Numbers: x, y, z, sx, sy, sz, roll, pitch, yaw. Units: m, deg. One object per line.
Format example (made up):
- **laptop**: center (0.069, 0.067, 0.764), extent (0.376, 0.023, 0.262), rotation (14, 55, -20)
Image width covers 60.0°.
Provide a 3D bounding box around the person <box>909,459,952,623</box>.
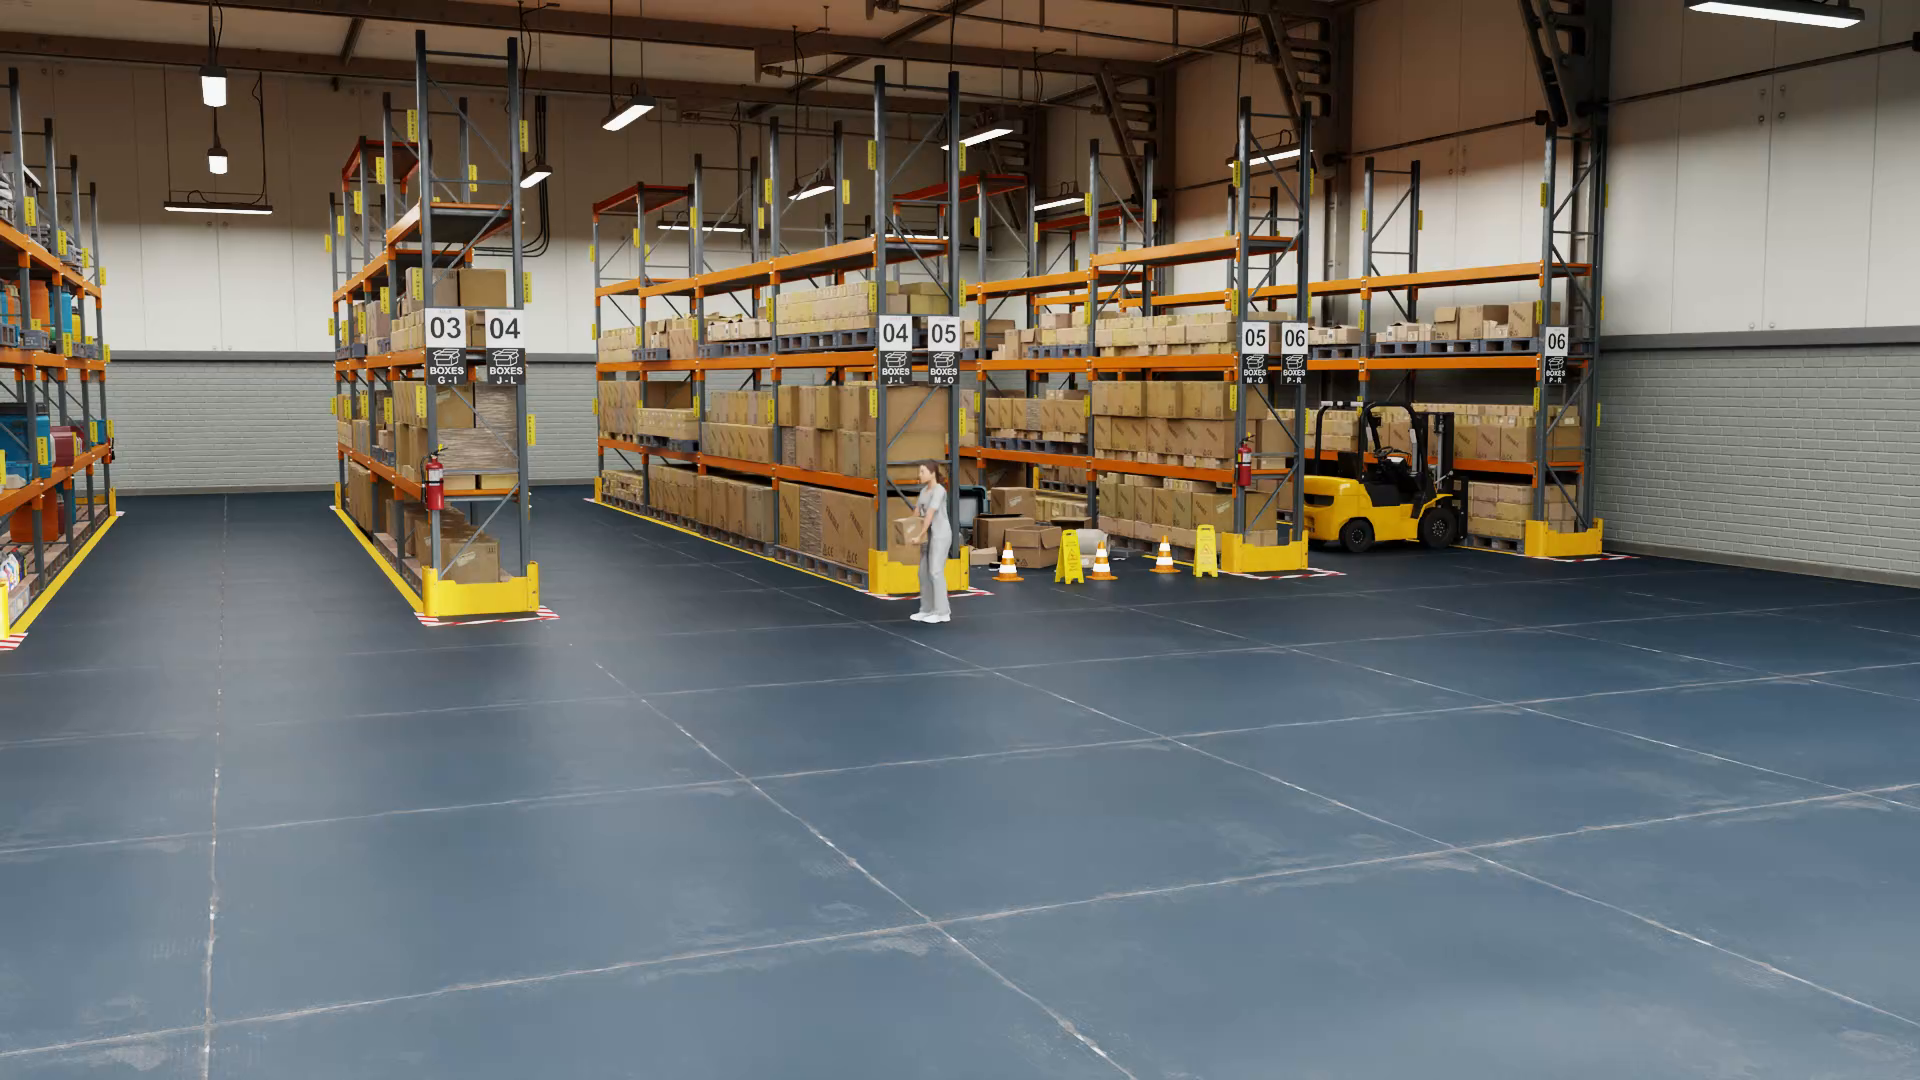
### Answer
- **person**: center (-0.338, 0.008, 16.975), extent (0.510, 1.664, 0.410), rotation (-3, 6, -25)
